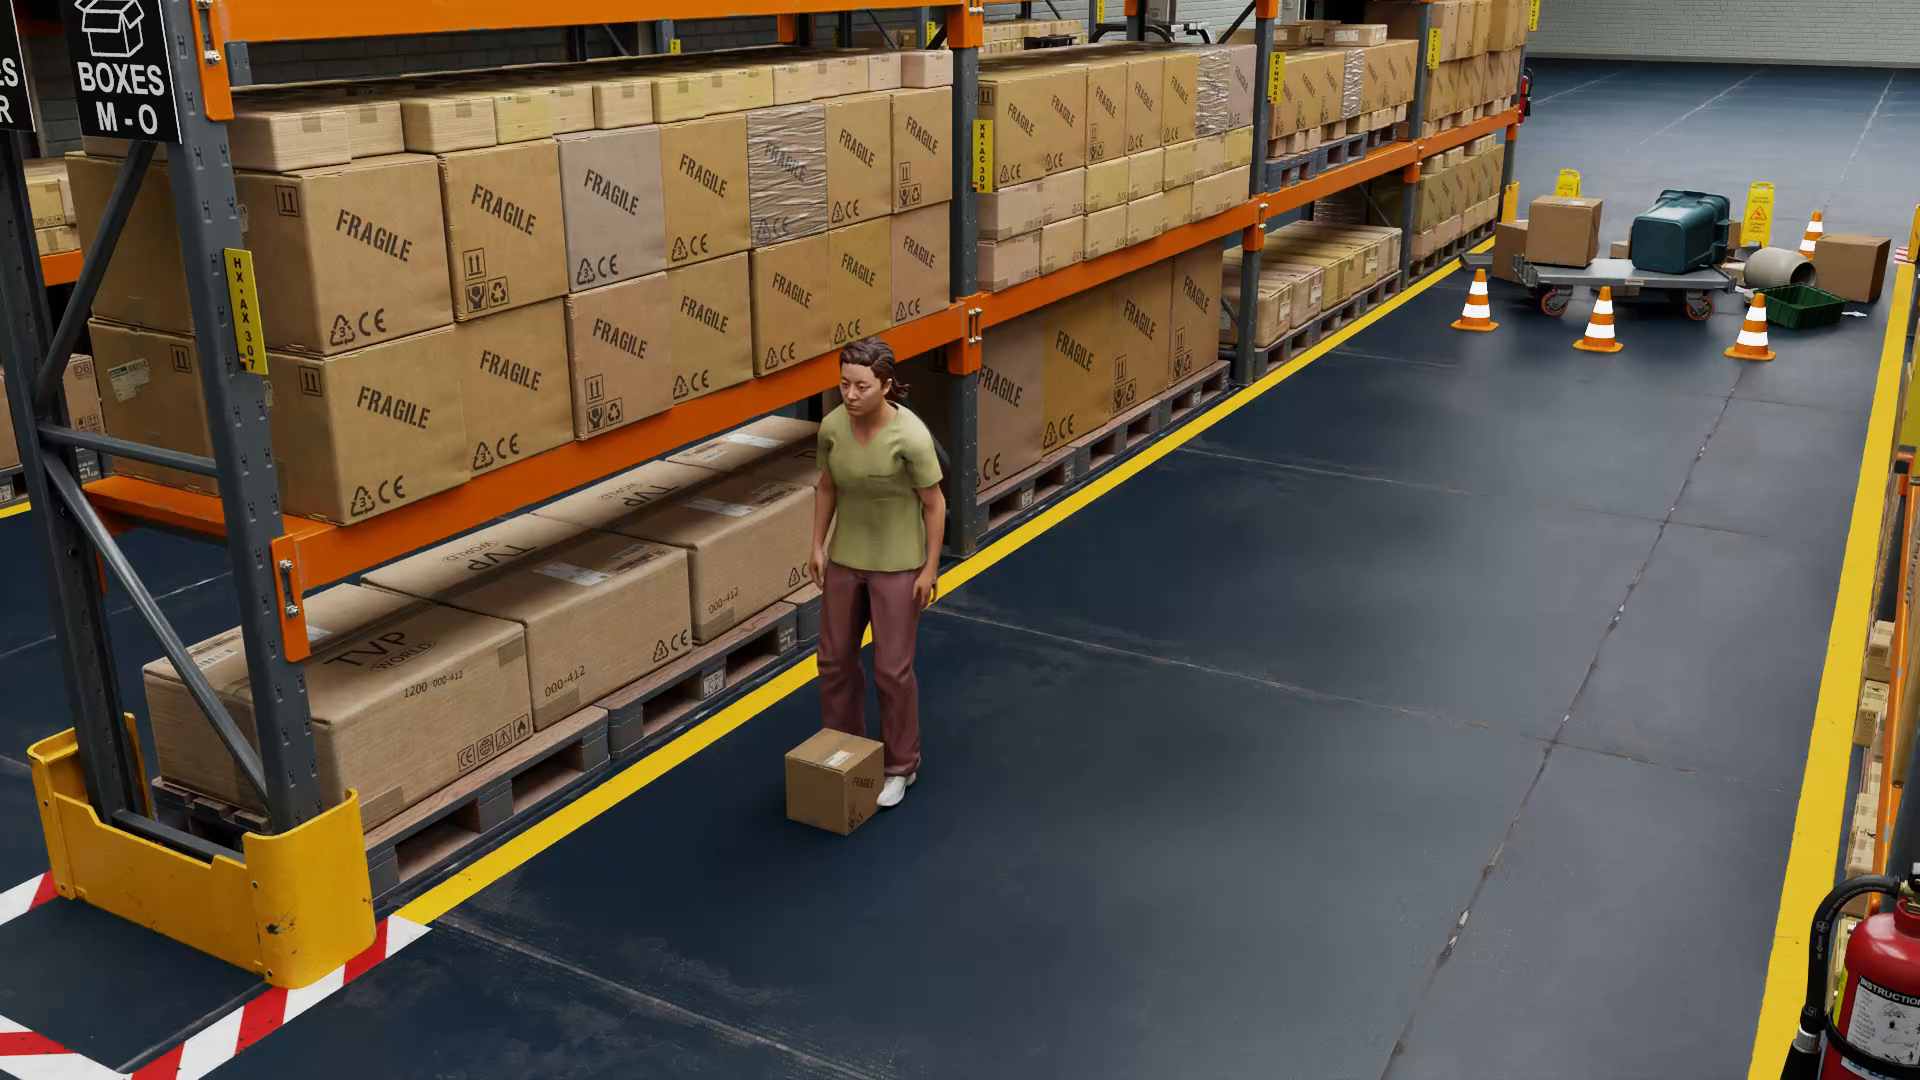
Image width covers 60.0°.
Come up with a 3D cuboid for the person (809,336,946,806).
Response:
[{"bbox_3d":[-0.312,0.126,5.795,0.519,1.619,0.365,10,22,26],"label":"person"}]
